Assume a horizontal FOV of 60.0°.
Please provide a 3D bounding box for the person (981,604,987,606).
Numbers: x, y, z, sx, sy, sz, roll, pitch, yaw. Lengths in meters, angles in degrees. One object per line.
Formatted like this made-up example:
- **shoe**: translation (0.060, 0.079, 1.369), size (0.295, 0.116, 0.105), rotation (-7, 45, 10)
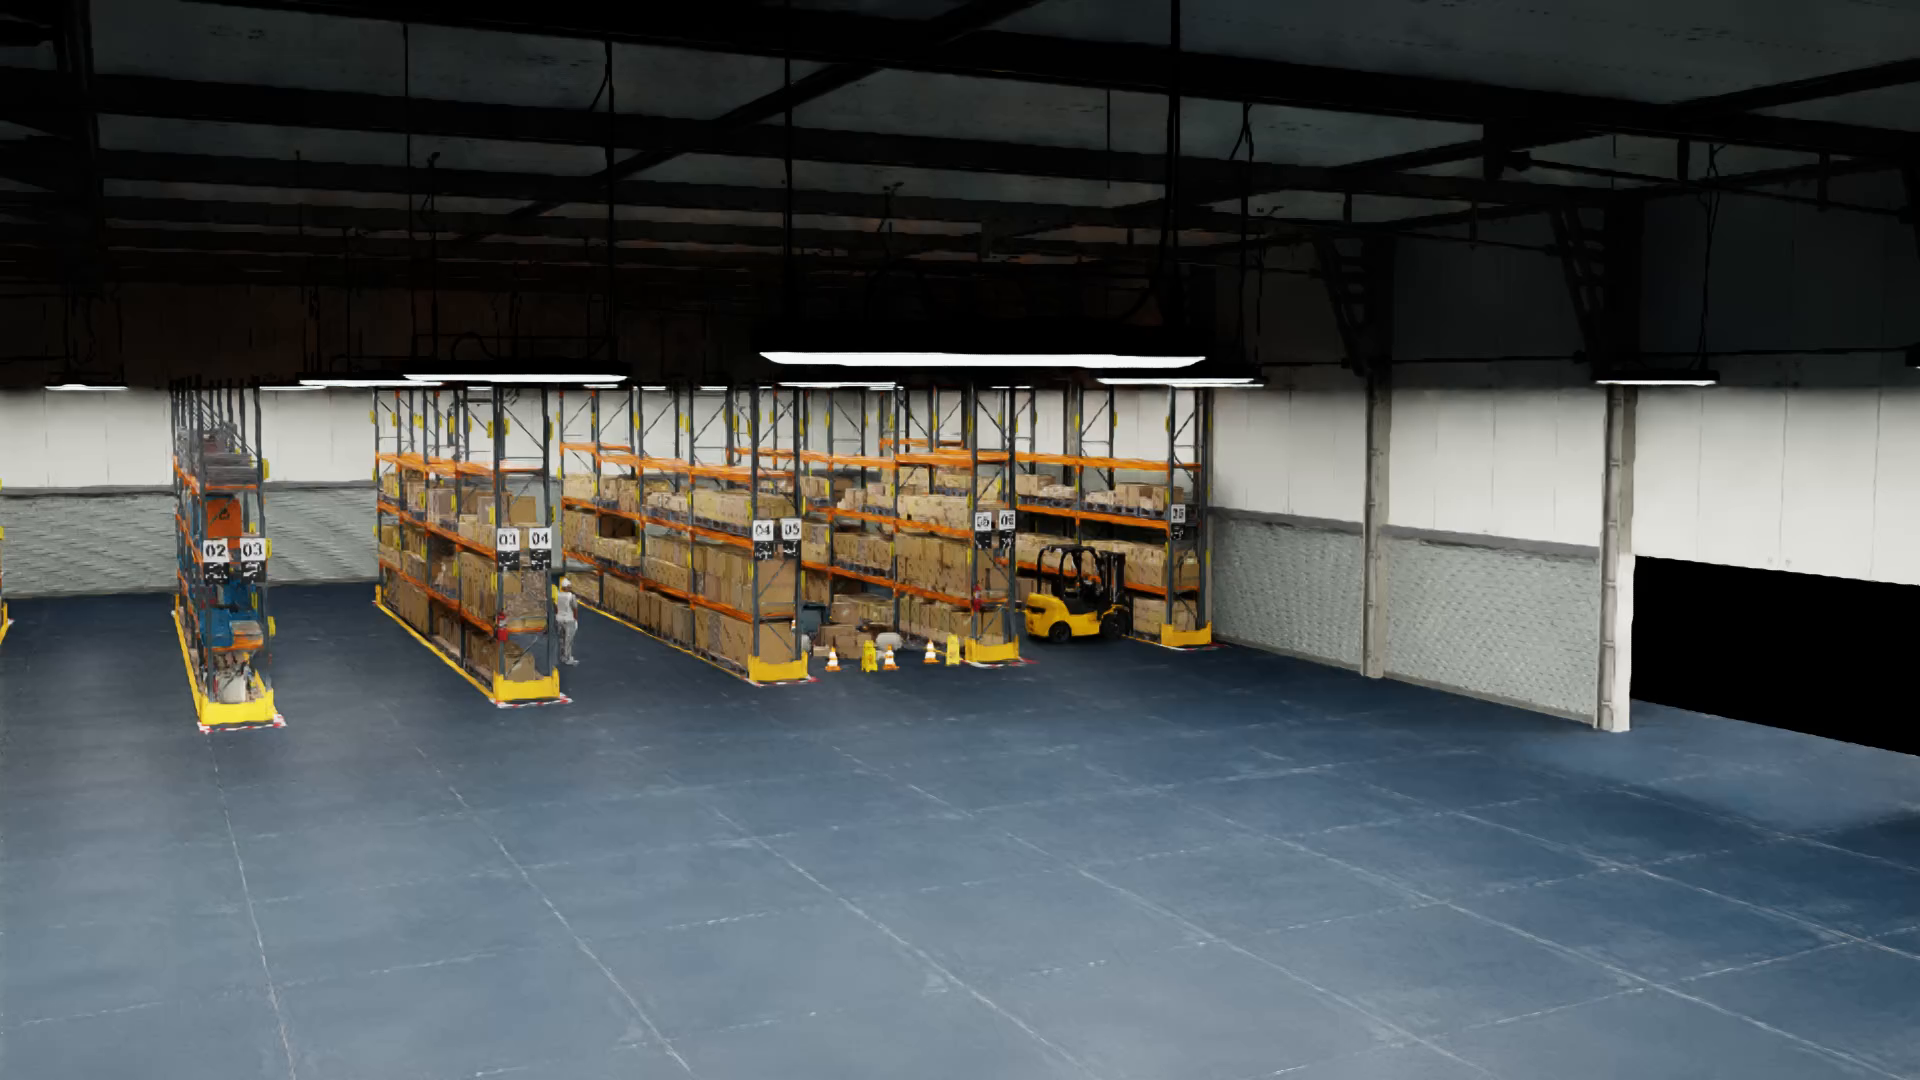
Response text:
- **person**: translation (0.429, 1.017, 43.842), size (0.536, 1.590, 0.523), rotation (0, 5, -3)

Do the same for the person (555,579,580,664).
- **person**: translation (-8.261, 1.700, 35.054), size (0.618, 1.783, 0.457), rotation (3, 6, 32)
